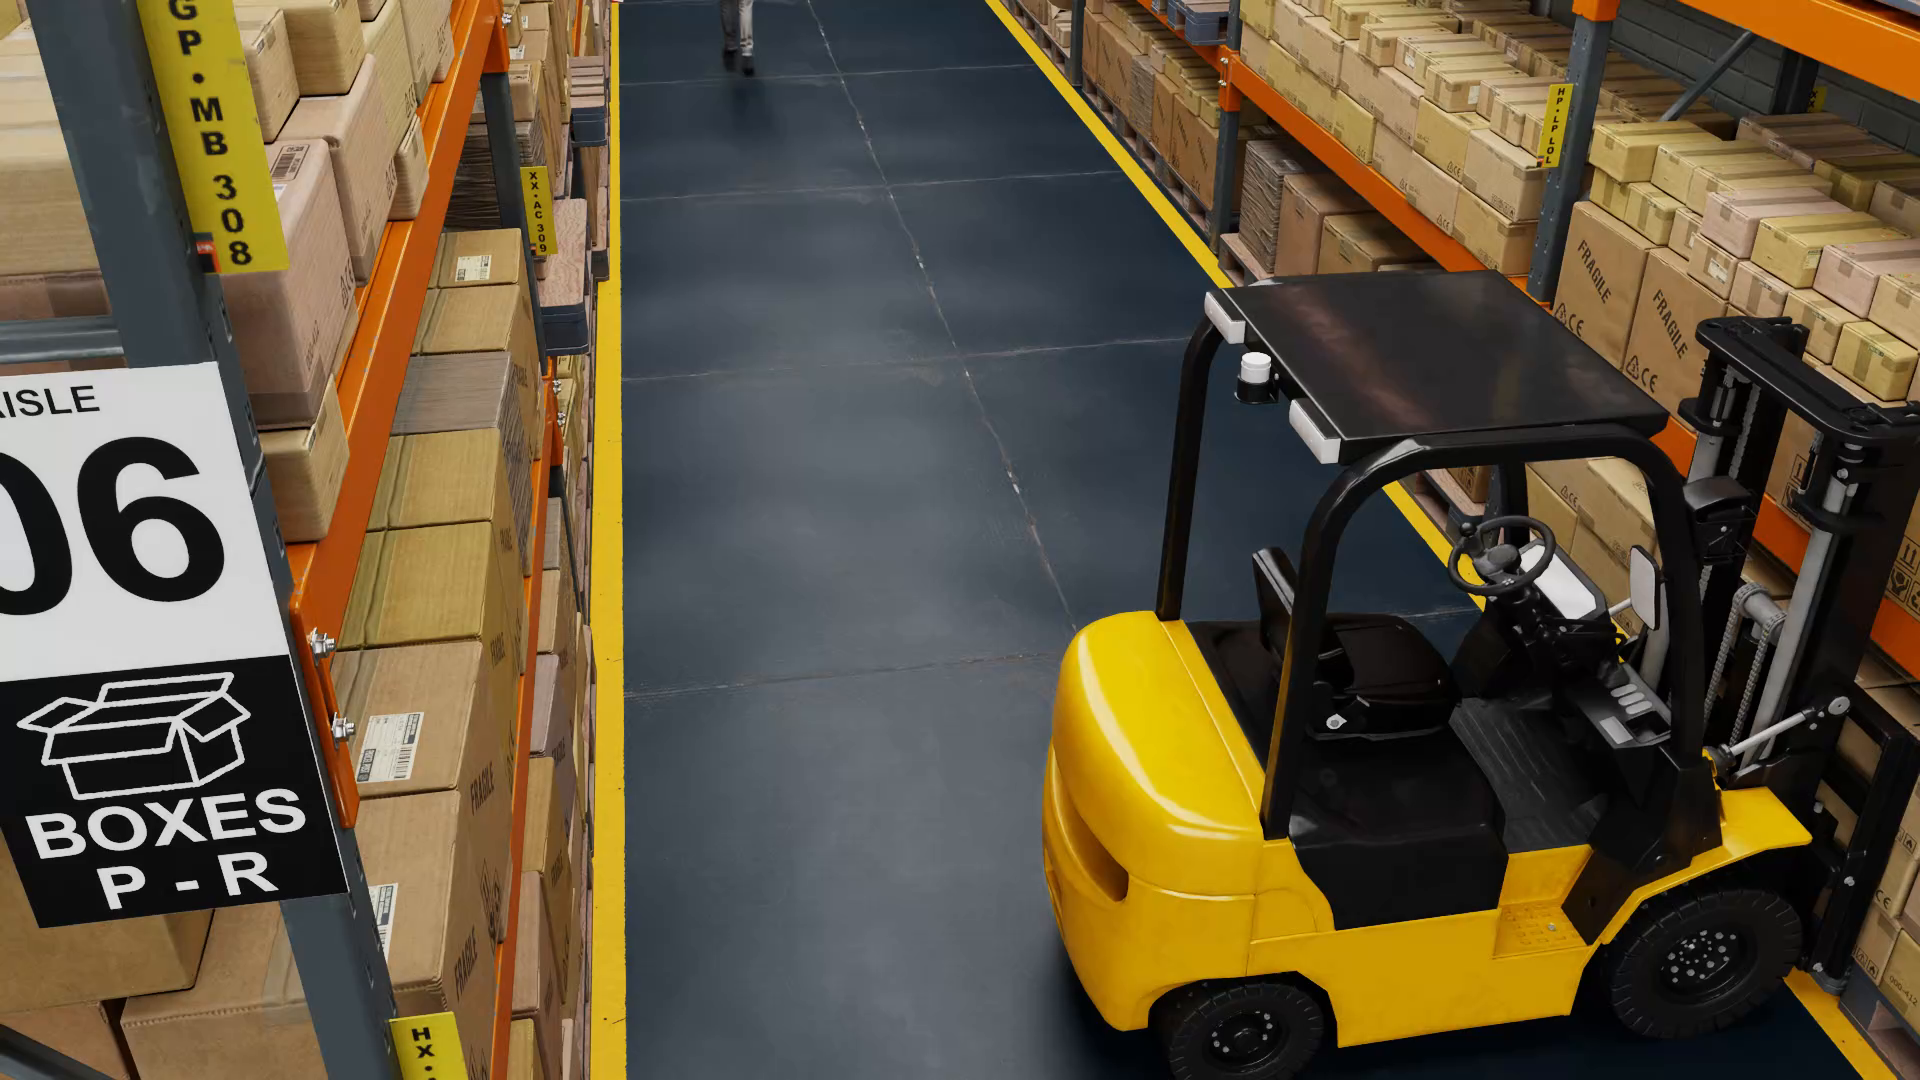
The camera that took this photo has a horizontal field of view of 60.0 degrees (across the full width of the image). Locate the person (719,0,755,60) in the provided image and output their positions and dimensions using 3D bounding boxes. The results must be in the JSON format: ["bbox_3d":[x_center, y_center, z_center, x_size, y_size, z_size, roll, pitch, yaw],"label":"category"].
[{"bbox_3d":[-1.971,-5.063,14.565,0.487,1.642,0.987,-4,31,-7],"label":"person"}]
